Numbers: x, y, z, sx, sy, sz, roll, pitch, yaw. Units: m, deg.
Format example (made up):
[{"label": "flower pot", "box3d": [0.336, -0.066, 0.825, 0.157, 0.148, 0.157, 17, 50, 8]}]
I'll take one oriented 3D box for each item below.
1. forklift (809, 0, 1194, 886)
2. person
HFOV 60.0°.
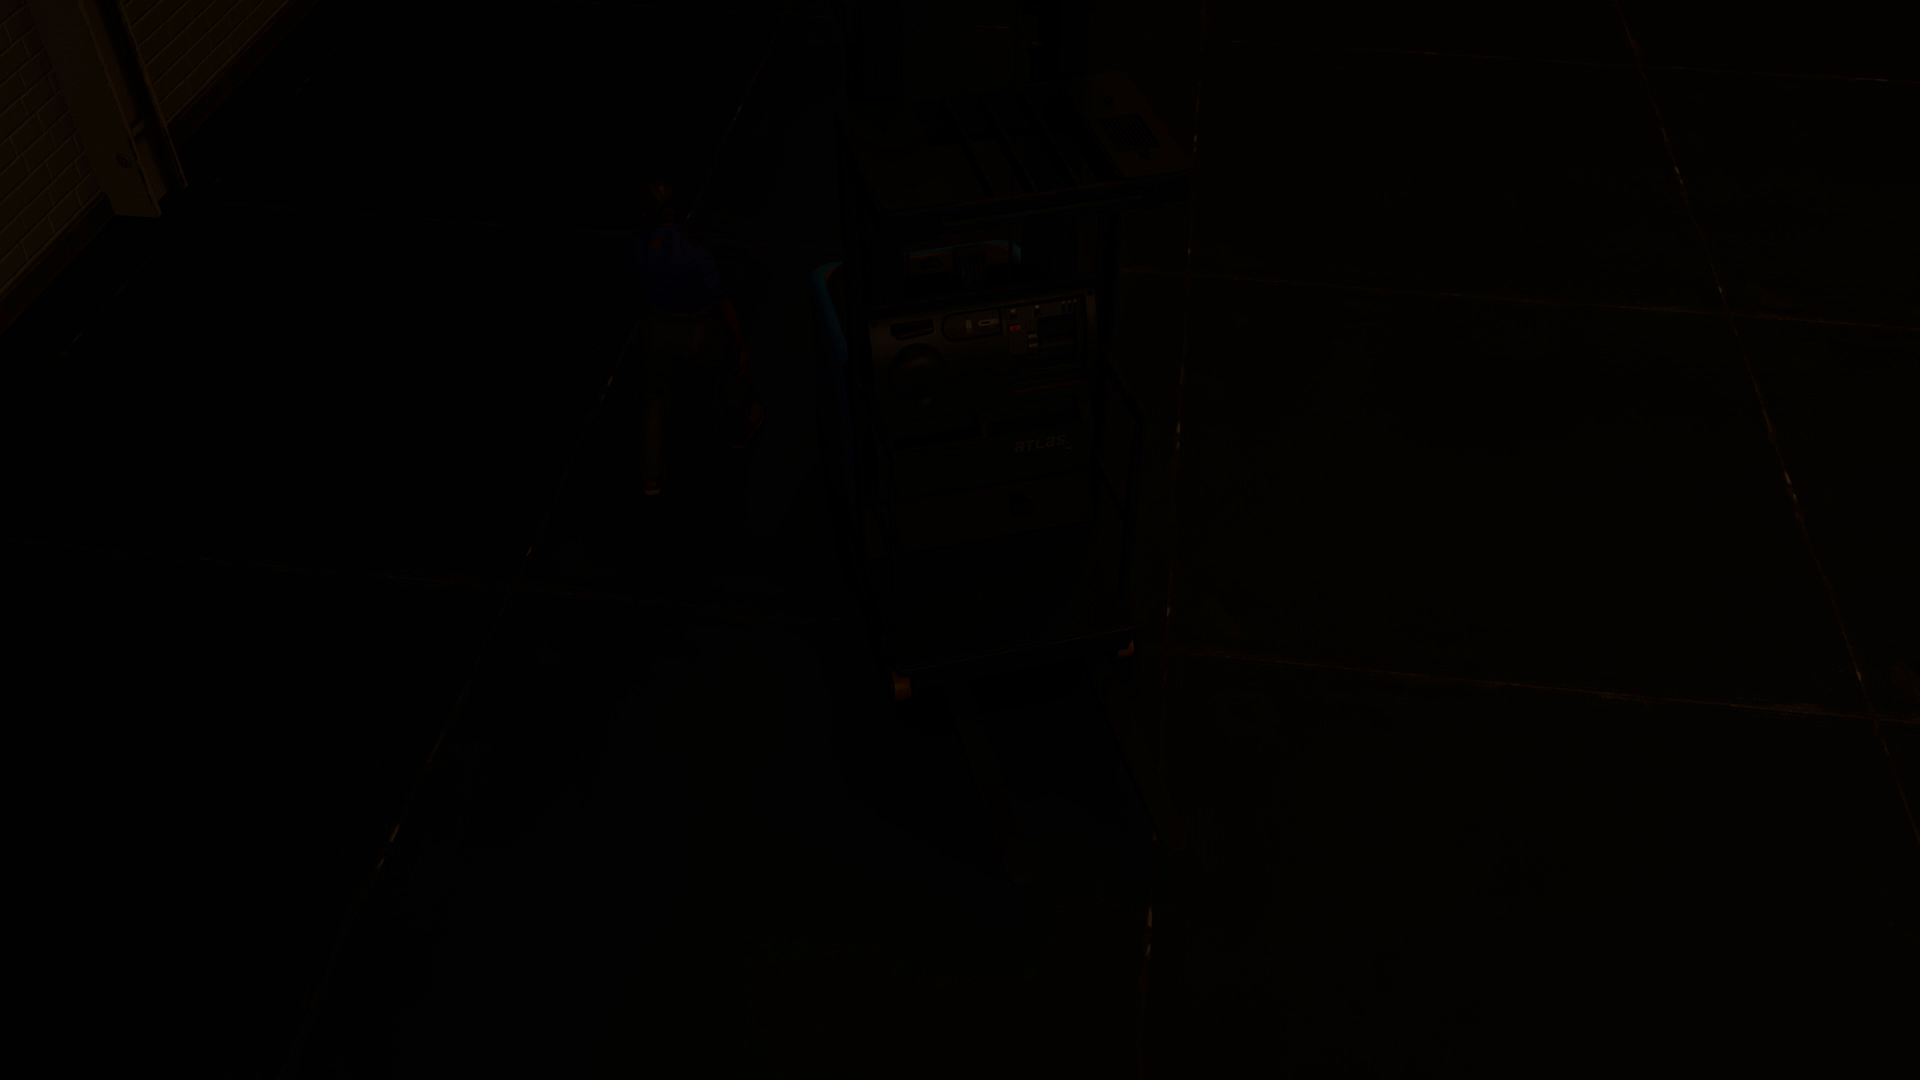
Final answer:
[{"label": "forklift", "box3d": [0.153, -0.681, 6.465, 1.130, 2.935, 3.031, -10, 44, -11]}, {"label": "person", "box3d": [-1.243, -0.994, 7.805, 0.606, 1.594, 0.743, 8, 43, 9]}]
